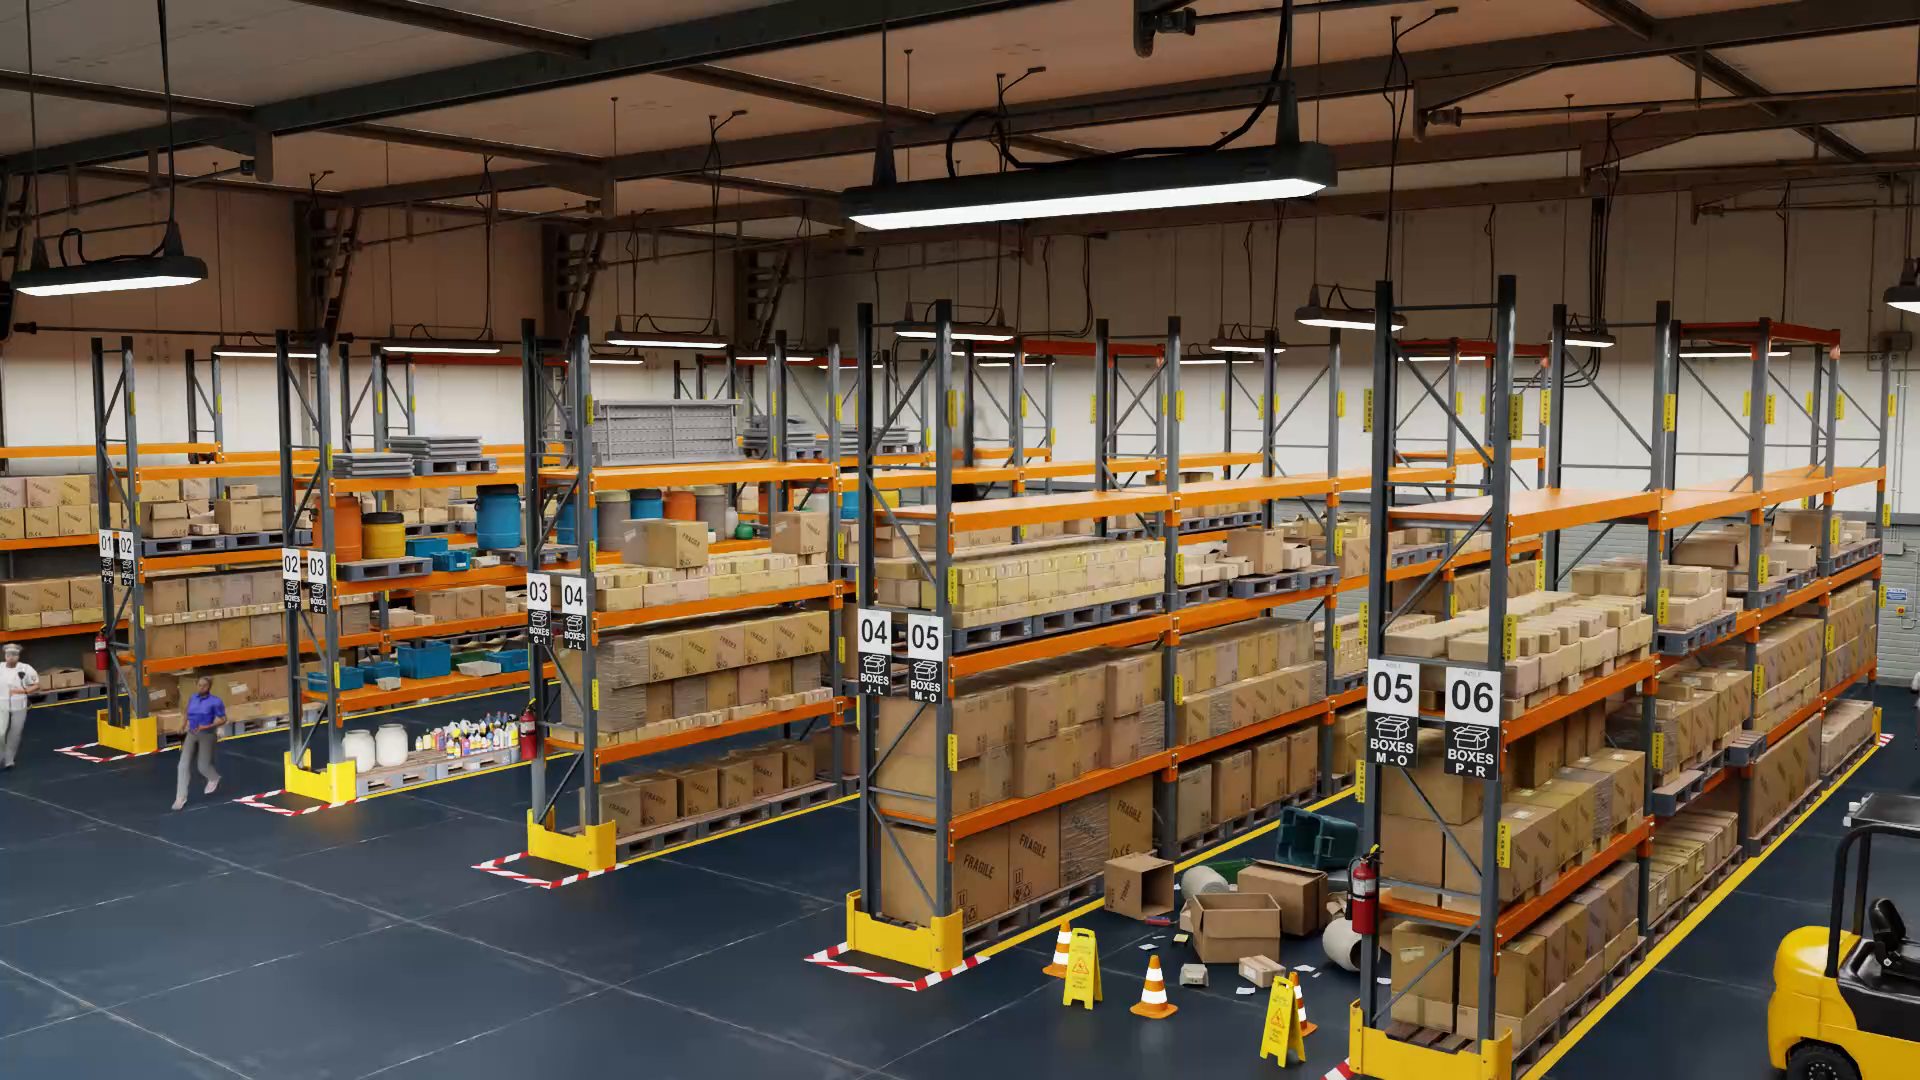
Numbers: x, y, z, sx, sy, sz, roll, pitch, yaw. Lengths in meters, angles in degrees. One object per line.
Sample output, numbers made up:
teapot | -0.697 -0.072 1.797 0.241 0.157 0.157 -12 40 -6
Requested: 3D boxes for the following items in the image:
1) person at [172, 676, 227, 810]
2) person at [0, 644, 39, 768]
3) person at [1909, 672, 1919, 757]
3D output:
person | -9.570 2.542 21.070 0.616 1.649 0.841 0 5 5
person | -13.017 2.314 22.854 0.658 1.818 0.674 -3 6 -29
person | 13.211 2.336 22.590 0.572 1.687 0.935 2 6 26
